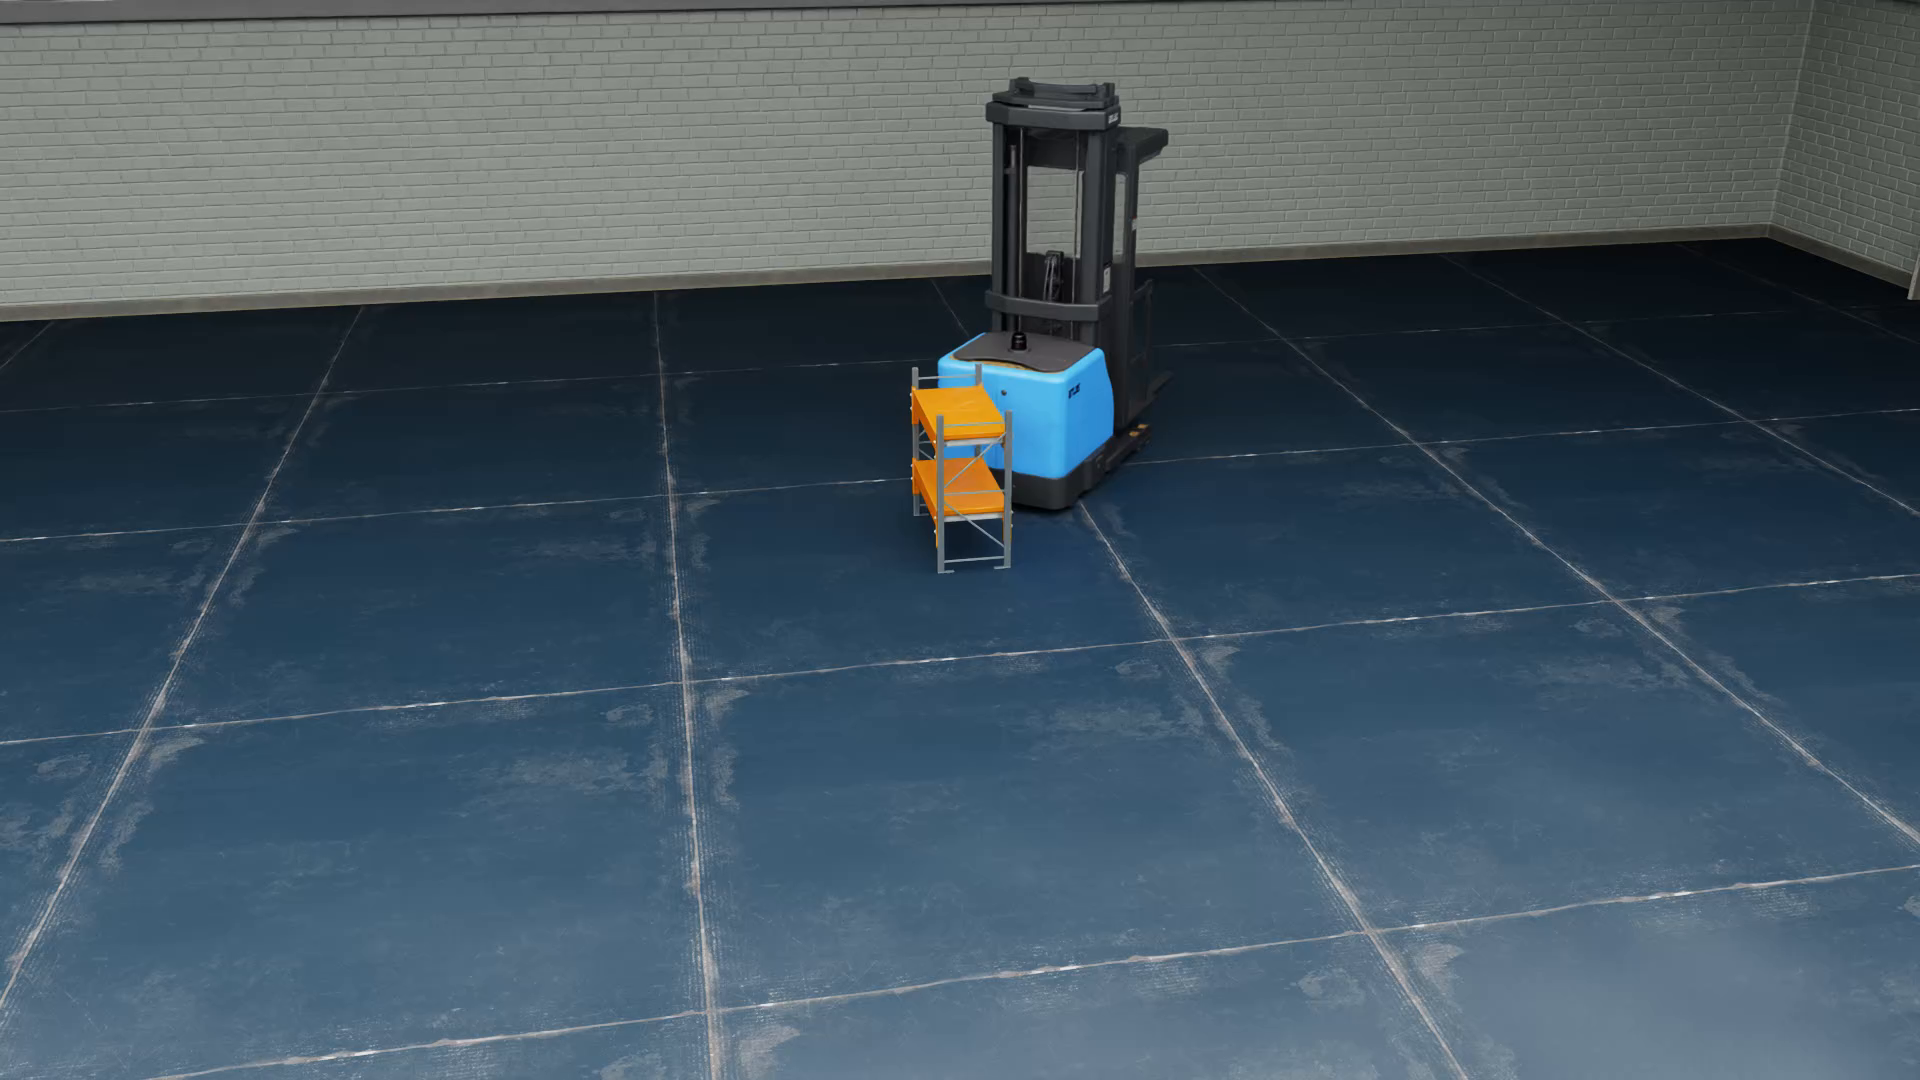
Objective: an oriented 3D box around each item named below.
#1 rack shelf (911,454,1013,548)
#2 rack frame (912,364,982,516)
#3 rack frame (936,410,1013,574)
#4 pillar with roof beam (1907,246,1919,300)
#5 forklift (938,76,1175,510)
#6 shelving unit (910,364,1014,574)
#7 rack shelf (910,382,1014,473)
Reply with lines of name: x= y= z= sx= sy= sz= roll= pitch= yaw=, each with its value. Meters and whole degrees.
rack shelf: x=0.001 y=-0.289 z=11.617 sx=0.538 sy=0.278 sz=1.000 roll=-4 pitch=24 yaw=-10
rack frame: x=-0.093 y=-0.713 z=11.977 sx=0.500 sy=1.125 sz=0.032 roll=-4 pitch=24 yaw=-10
rack frame: x=0.095 y=-0.313 z=11.061 sx=0.500 sy=1.125 sz=0.032 roll=-4 pitch=24 yaw=-10
pillar with roof beam: x=5.986 y=-6.300 z=14.931 sx=9.100 sy=9.000 sz=0.400 roll=-4 pitch=24 yaw=-10
forklift: x=0.917 y=-2.120 z=12.943 sx=1.130 sy=2.935 sz=3.031 roll=11 pitch=26 yaw=23
shelving unit: x=0.001 y=-0.513 z=11.519 sx=0.538 sy=1.125 sz=1.048 roll=-4 pitch=24 yaw=-10
rack shelf: x=0.001 y=-0.781 z=11.402 sx=0.538 sy=0.278 sz=1.000 roll=-4 pitch=24 yaw=-10
